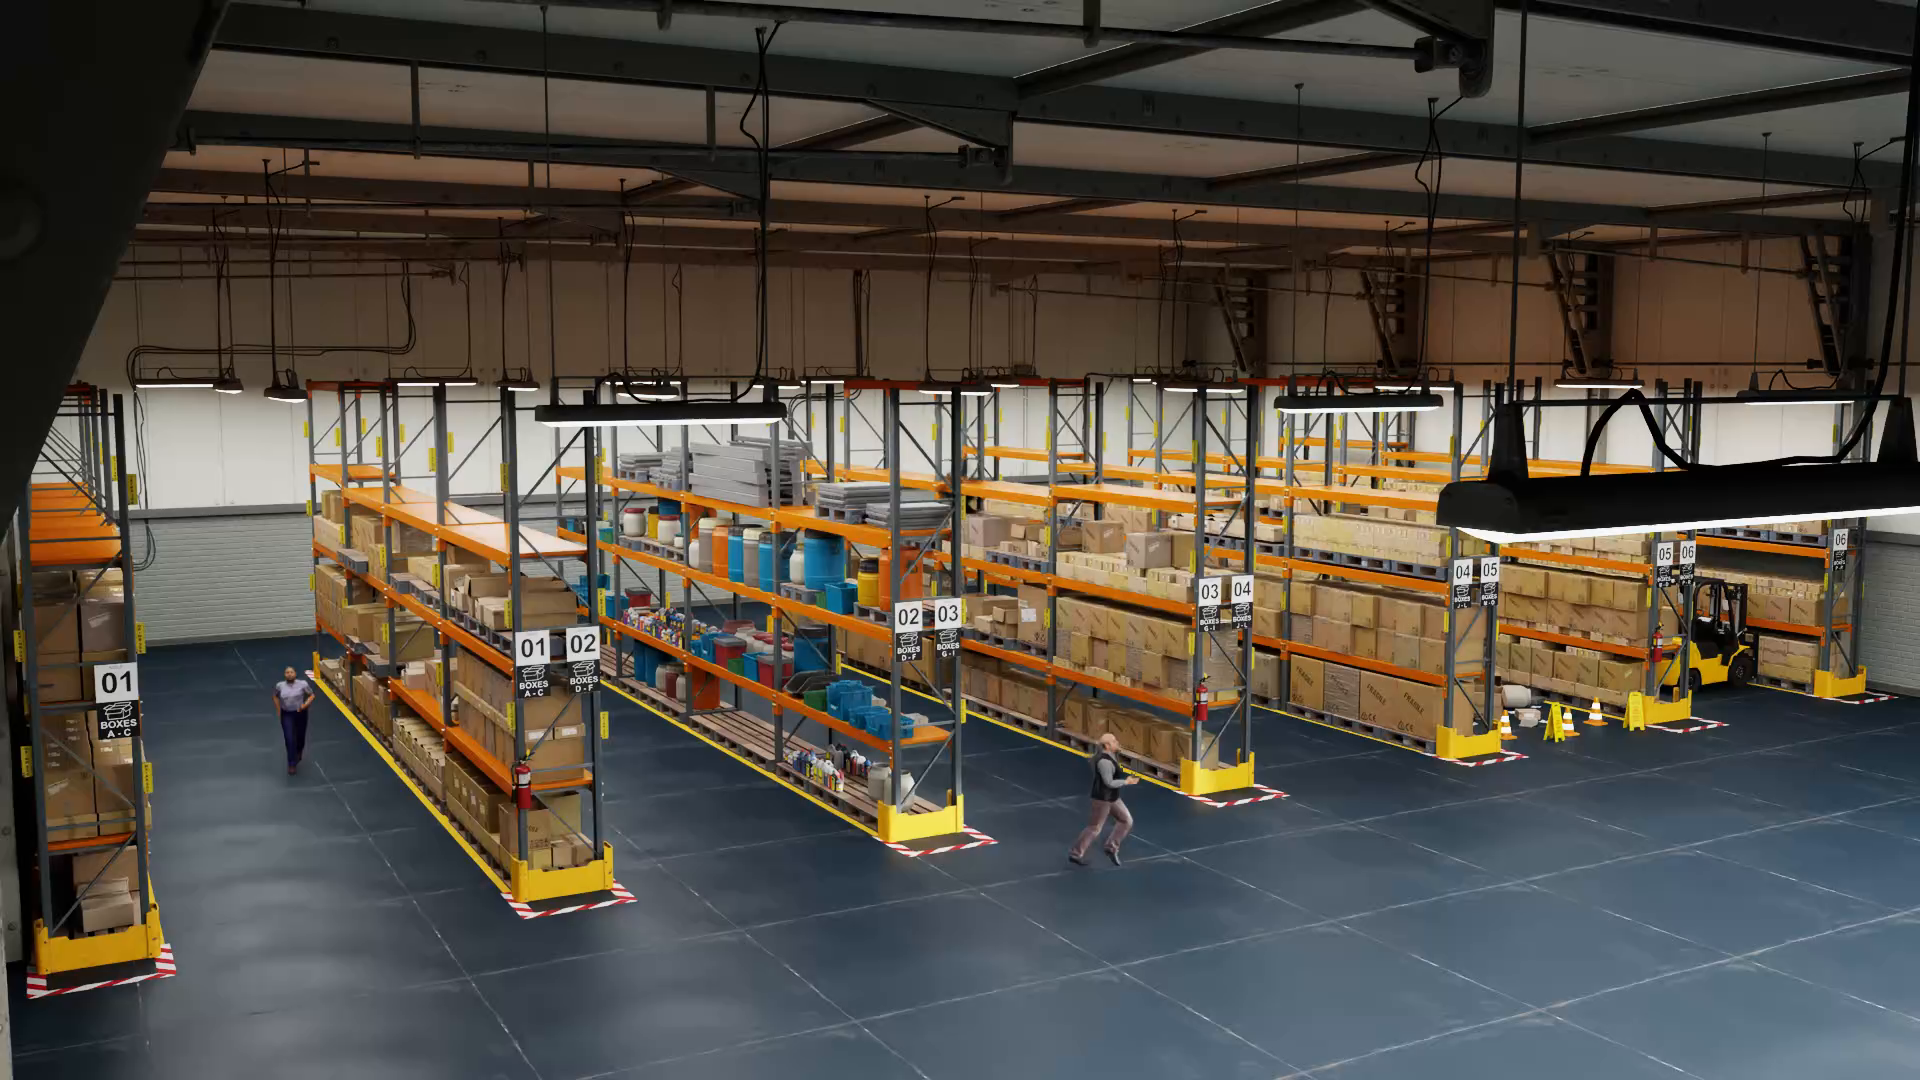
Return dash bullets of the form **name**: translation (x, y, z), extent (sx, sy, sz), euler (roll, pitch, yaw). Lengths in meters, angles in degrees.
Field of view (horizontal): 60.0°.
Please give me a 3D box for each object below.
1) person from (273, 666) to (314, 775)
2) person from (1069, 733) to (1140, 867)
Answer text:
- **person**: translation (-10.341, 2.750, 25.839), extent (0.599, 1.644, 0.858), euler (-2, 7, -22)
- **person**: translation (1.816, 3.265, 20.831), extent (0.871, 1.732, 0.662), euler (1, 6, 12)
